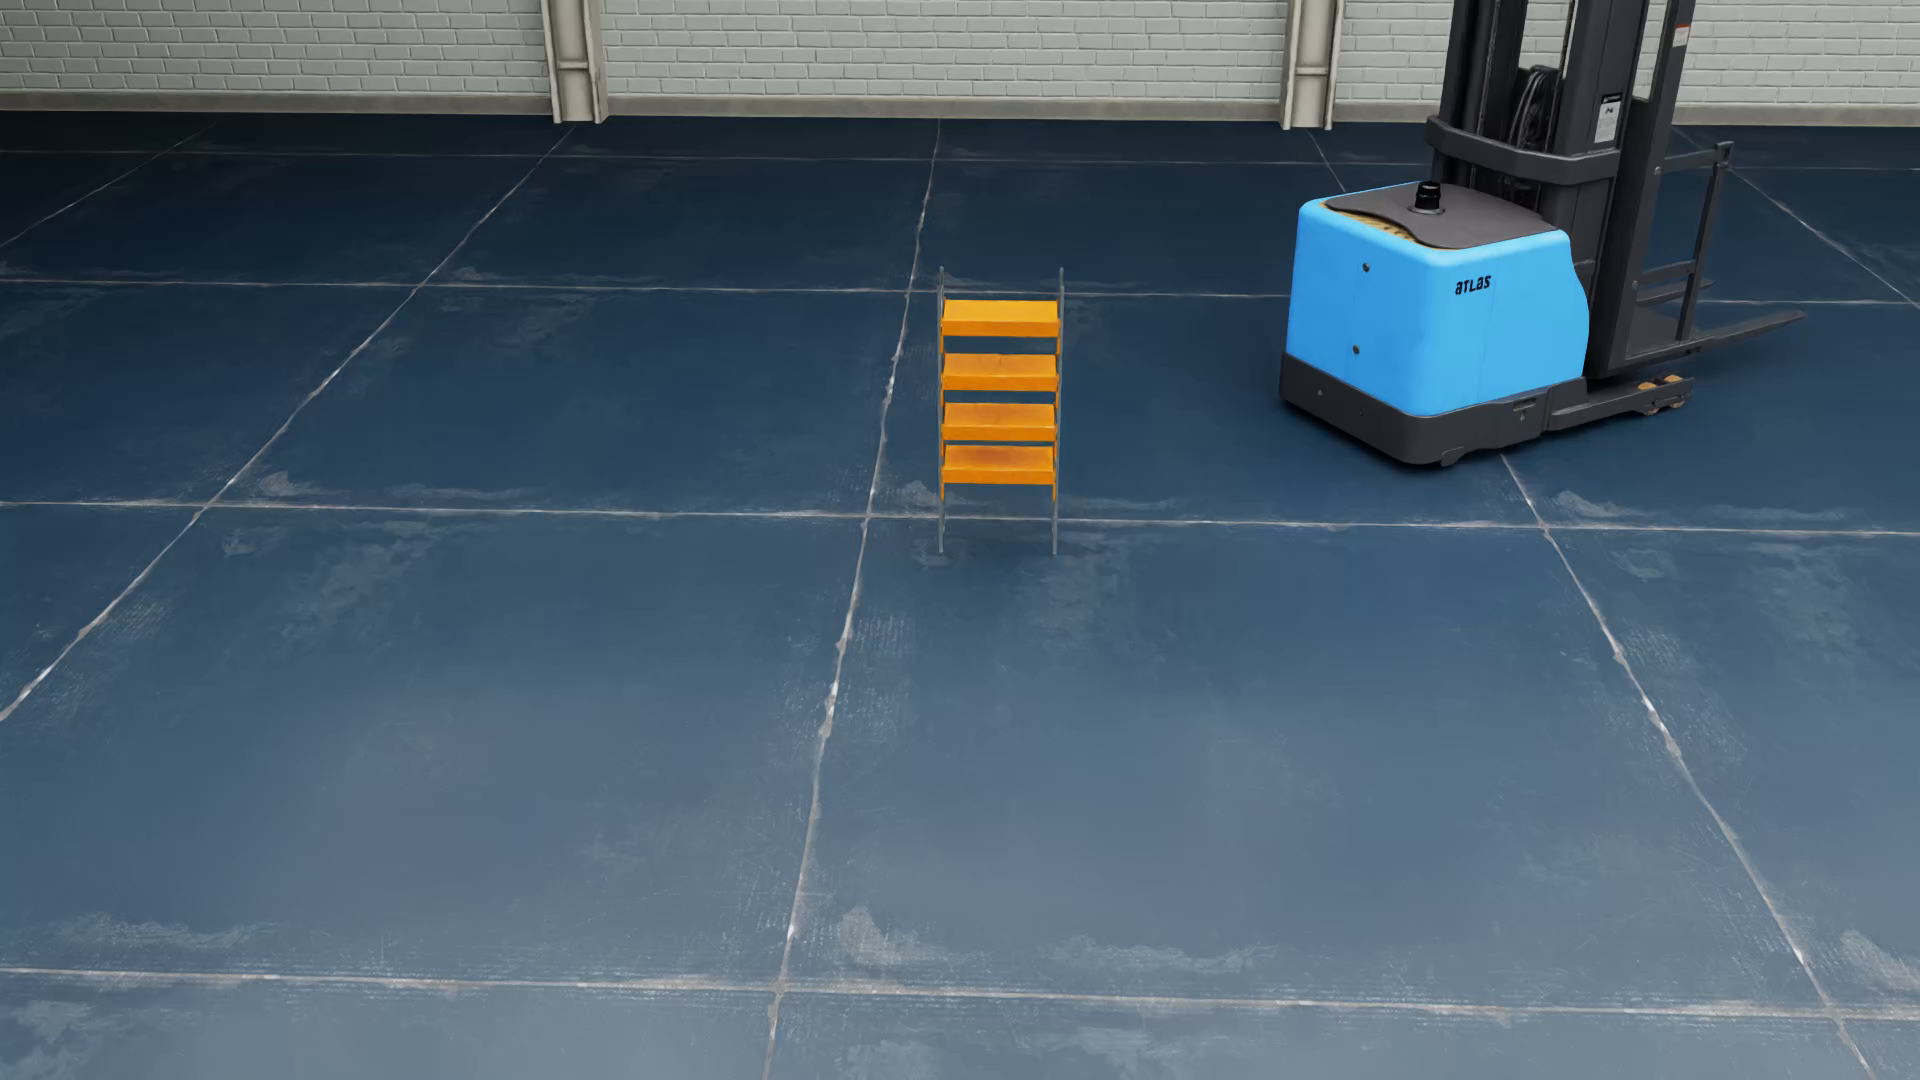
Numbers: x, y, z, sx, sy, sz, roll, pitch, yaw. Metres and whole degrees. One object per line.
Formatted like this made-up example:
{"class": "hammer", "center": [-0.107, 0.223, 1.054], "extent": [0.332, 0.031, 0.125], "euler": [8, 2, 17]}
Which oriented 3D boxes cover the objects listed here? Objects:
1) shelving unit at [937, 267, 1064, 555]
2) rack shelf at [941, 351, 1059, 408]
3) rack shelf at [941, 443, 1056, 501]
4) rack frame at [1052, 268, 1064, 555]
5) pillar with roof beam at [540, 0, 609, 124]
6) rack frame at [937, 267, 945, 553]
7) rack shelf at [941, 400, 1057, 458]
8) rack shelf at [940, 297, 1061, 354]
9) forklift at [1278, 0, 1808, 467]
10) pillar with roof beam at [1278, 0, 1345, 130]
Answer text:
{"class": "shelving unit", "center": [0.165, -0.527, 6.964], "extent": [0.503, 1.200, 0.258], "euler": [1, 28, 2]}
{"class": "rack shelf", "center": [0.165, -0.666, 6.891], "extent": [0.480, 0.148, 0.258], "euler": [1, 28, 2]}
{"class": "rack shelf", "center": [0.165, -0.293, 7.088], "extent": [0.480, 0.148, 0.258], "euler": [1, 28, 2]}
{"class": "rack frame", "center": [0.409, -0.523, 6.956], "extent": [0.015, 1.200, 0.240], "euler": [1, 28, 2]}
{"class": "pillar with roof beam", "center": [-3.311, -5.479, 7.978], "extent": [0.400, 9.000, 9.100], "euler": [1, 28, 2]}
{"class": "rack frame", "center": [-0.078, -0.531, 6.971], "extent": [0.015, 1.200, 0.240], "euler": [1, 28, 2]}
{"class": "rack shelf", "center": [0.165, -0.468, 6.995], "extent": [0.480, 0.148, 0.258], "euler": [1, 28, 2]}
{"class": "rack shelf", "center": [0.165, -0.875, 6.780], "extent": [0.480, 0.148, 0.258], "euler": [1, 28, 2]}
{"class": "forklift", "center": [3.166, -2.127, 8.133], "extent": [3.031, 2.935, 1.130], "euler": [-15, 31, -26]}
{"class": "pillar with roof beam", "center": [2.686, -5.380, 7.791], "extent": [0.400, 9.000, 9.100], "euler": [1, 28, 2]}
